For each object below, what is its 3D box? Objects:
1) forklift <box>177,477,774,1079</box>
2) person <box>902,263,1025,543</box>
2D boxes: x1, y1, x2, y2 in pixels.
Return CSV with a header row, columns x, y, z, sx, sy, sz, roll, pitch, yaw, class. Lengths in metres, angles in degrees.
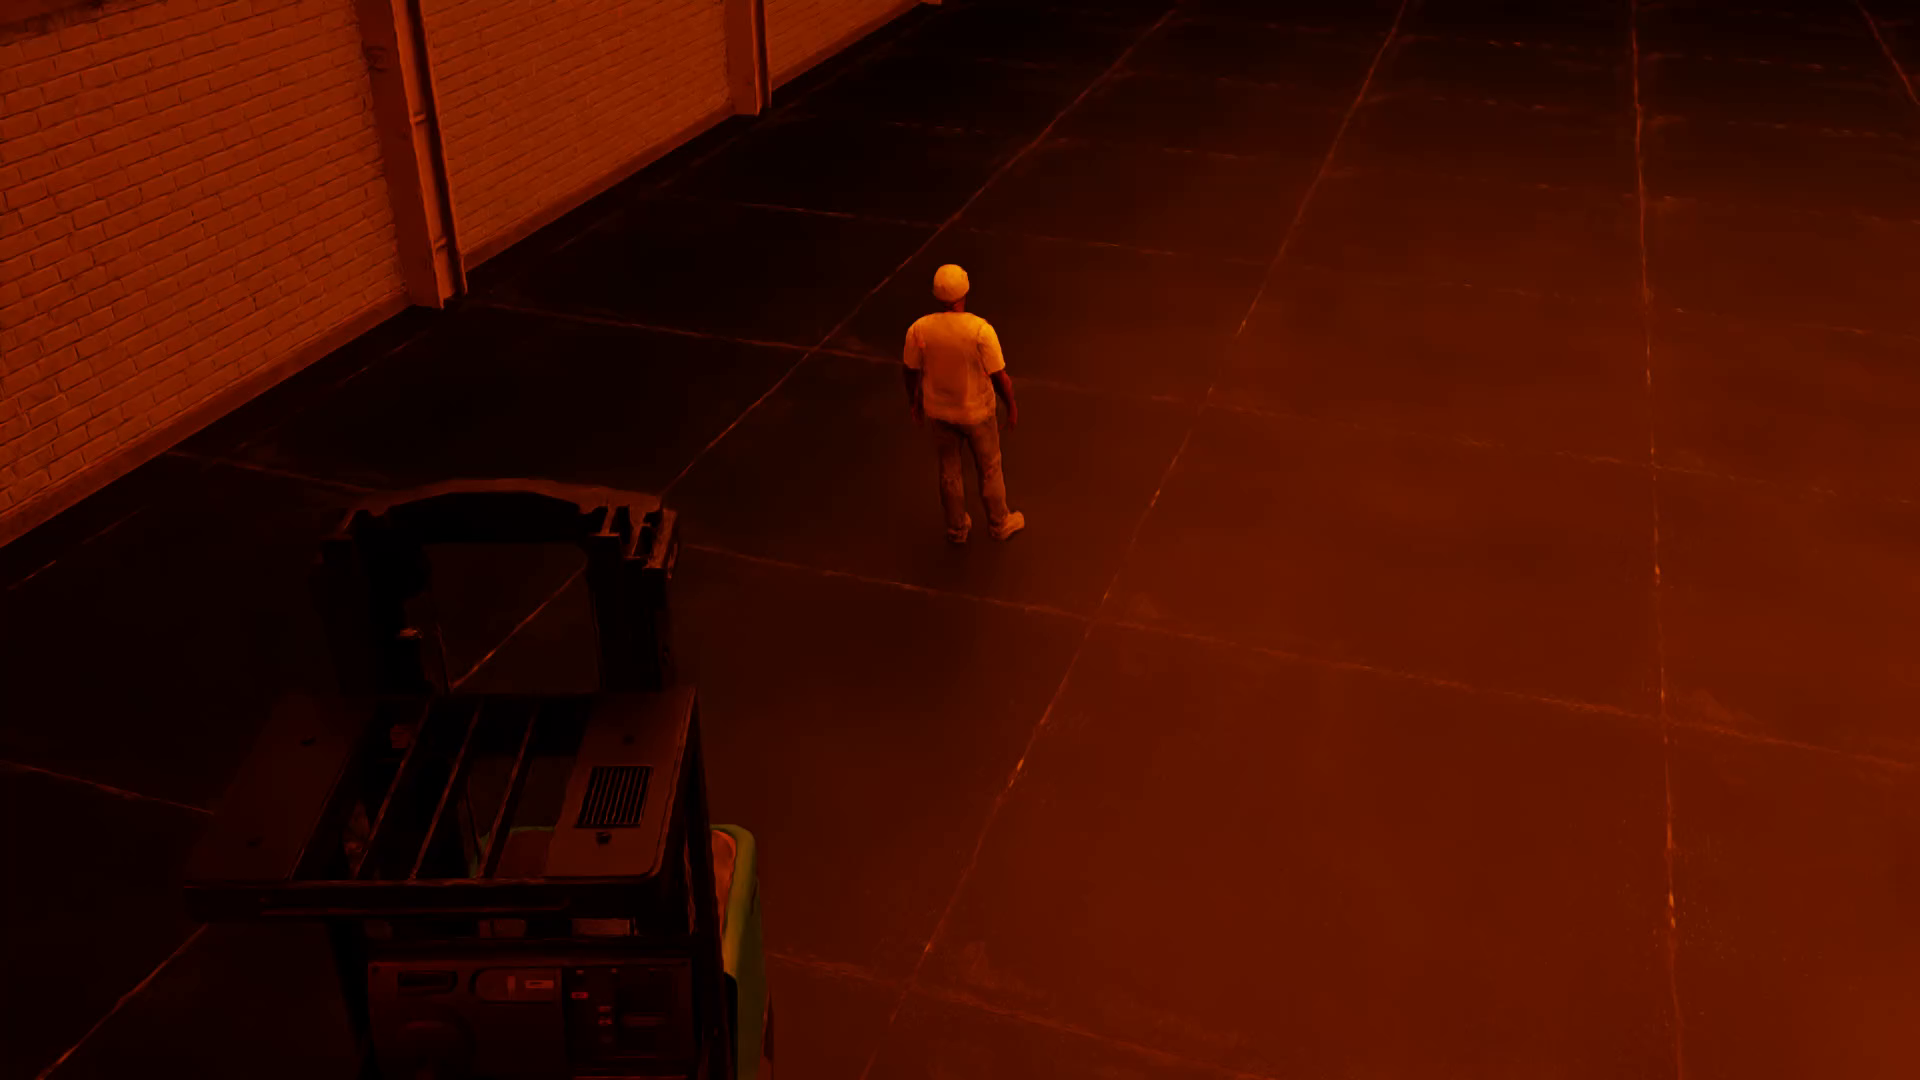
x,y,z,sx,sy,sz,roll,pitch,yaw,class
-1.230,1.432,4.624,1.130,2.935,3.031,-1,30,-1,forklift
0.028,-0.805,9.711,0.665,1.766,0.576,10,31,16,person
